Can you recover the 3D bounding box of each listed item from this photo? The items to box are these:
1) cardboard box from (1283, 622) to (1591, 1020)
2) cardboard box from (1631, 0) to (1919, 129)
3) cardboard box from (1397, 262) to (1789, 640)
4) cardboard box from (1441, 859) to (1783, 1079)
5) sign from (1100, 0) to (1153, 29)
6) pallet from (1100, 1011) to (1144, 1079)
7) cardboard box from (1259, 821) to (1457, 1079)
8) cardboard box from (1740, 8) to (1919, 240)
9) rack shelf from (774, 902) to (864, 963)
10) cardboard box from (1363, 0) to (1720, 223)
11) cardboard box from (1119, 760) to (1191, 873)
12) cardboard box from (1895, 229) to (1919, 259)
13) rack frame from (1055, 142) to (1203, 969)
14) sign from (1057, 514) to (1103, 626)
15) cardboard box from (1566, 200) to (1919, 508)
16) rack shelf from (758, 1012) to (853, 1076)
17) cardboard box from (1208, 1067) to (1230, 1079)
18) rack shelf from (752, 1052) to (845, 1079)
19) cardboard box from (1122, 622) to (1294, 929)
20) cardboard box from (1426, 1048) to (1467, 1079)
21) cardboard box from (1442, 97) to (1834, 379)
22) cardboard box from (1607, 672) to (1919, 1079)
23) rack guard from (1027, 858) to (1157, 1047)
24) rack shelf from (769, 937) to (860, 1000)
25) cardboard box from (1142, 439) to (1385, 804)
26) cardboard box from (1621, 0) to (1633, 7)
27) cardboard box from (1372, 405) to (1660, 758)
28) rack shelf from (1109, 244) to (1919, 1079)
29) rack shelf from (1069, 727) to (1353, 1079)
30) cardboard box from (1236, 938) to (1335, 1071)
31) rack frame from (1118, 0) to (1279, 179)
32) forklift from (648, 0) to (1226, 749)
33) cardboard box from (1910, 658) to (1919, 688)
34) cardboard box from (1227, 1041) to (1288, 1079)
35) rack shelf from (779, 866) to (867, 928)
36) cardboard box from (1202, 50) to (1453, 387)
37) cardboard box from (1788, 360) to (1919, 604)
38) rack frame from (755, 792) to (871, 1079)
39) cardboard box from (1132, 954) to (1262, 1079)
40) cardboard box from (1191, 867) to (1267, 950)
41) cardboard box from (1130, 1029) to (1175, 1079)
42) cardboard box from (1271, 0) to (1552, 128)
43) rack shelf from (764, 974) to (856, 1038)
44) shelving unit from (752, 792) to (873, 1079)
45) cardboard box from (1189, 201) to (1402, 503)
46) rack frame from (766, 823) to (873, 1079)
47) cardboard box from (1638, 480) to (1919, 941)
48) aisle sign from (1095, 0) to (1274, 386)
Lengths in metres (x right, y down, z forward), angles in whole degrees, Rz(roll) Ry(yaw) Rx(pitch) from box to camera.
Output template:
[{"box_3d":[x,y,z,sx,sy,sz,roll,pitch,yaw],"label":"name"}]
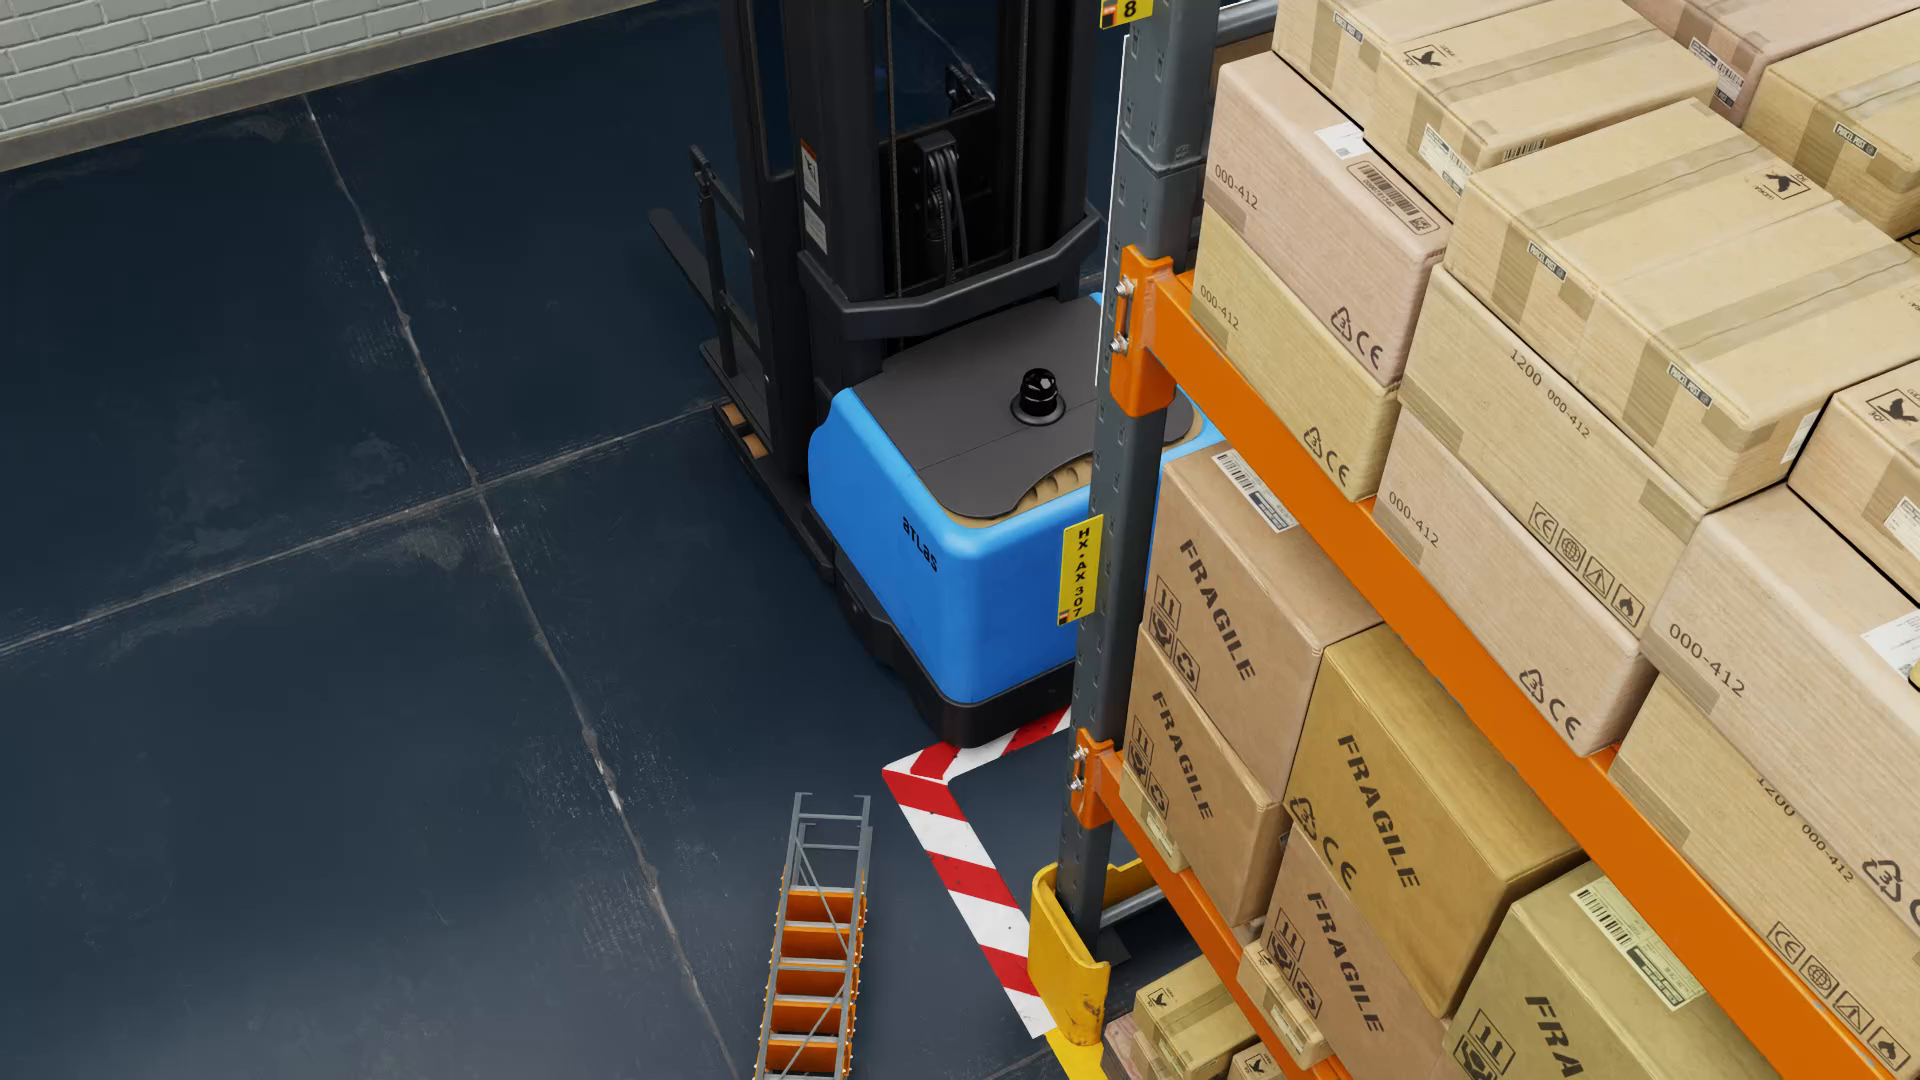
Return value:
[{"box_3d":[0.952,0.434,2.950,0.500,0.500,0.500,-20,52,-16],"label":"cardboard box"},{"box_3d":[1.204,-0.755,2.428,0.380,0.149,0.250,-20,52,-17],"label":"cardboard box"},{"box_3d":[0.956,-0.204,2.211,0.500,0.250,0.500,-22,52,-18],"label":"cardboard box"},{"box_3d":[1.170,0.789,2.638,0.500,0.500,0.500,-22,52,-18],"label":"cardboard box"},{"box_3d":[0.264,-0.922,2.490,0.100,0.325,0.005,-21,52,-18],"label":"sign"},{"box_3d":[1.121,1.691,4.631,1.003,0.211,1.213,-21,52,-18],"label":"pallet"},{"box_3d":[0.974,0.780,3.311,0.500,0.500,0.500,-21,52,-17],"label":"cardboard box"},{"box_3d":[1.304,-0.576,2.271,0.380,0.149,0.250,-23,53,-19],"label":"cardboard box"},{"box_3d":[-0.427,1.197,5.074,0.258,0.180,0.103,2,49,2],"label":"rack shelf"},{"box_3d":[0.793,-0.596,2.288,0.380,0.149,0.250,-19,52,-16],"label":"cardboard box"},{"box_3d":[0.603,0.579,3.918,0.380,0.149,0.250,-22,52,-18],"label":"cardboard box"},{"box_3d":[1.418,-0.374,2.359,0.500,0.250,0.500,-22,53,-18],"label":"cardboard box"},{"box_3d":[0.746,0.166,4.112,1.000,3.000,0.127,-21,52,-18],"label":"rack frame"},{"box_3d":[0.264,0.068,3.623,0.100,0.325,0.005,-21,52,-18],"label":"sign"},{"box_3d":[0.963,-0.226,1.965,0.380,0.149,0.250,-21,52,-17],"label":"cardboard box"},{"box_3d":[-0.447,1.468,4.838,0.258,0.180,0.103,2,49,2],"label":"rack shelf"},{"box_3d":[0.758,1.308,4.531,0.380,0.149,0.250,-19,52,-16],"label":"cardboard box"},{"box_3d":[-0.453,1.558,4.759,0.258,0.180,0.103,2,49,2],"label":"rack shelf"},{"box_3d":[0.706,0.431,3.616,0.500,0.500,0.500,-19,51,-16],"label":"cardboard box"},{"box_3d":[1.187,1.113,3.020,0.500,0.500,0.500,-21,52,-17],"label":"cardboard box"},{"box_3d":[0.852,-0.389,2.107,0.380,0.149,0.250,-21,52,-18],"label":"cardboard box"},{"box_3d":[1.209,0.311,2.092,0.500,0.250,0.500,-23,53,-19],"label":"cardboard box"},{"box_3d":[0.781,1.040,5.008,1.175,0.500,0.348,-21,52,-18],"label":"rack guard"},{"box_3d":[-0.434,1.287,4.995,0.258,0.180,0.103,2,49,2],"label":"rack shelf"},{"box_3d":[0.716,0.098,3.243,0.500,0.500,0.500,-21,52,-18],"label":"cardboard box"},{"box_3d":[1.160,-0.947,2.595,0.380,0.149,0.250,-22,52,-18],"label":"cardboard box"},{"box_3d":[0.962,-0.030,2.390,0.500,0.250,0.500,-20,52,-16],"label":"cardboard box"},{"box_3d":[1.661,0.754,2.083,1.077,0.370,4.000,-21,52,-18],"label":"rack shelf"},{"box_3d":[1.661,1.742,3.212,1.077,0.370,4.000,-21,52,-18],"label":"rack shelf"},{"box_3d":[0.832,0.933,3.608,0.380,0.149,0.250,-23,53,-19],"label":"cardboard box"},{"box_3d":[0.746,-1.809,1.854,1.000,3.000,0.127,-21,52,-18],"label":"rack frame"},{"box_3d":[-0.312,-1.377,5.507,1.130,2.935,3.031,-23,53,-19],"label":"forklift"},{"box_3d":[1.211,0.119,1.663,0.380,0.149,0.250,-20,52,-16],"label":"cardboard box"},{"box_3d":[0.917,1.381,4.269,0.380,0.149,0.250,-20,52,-17],"label":"cardboard box"},{"box_3d":[-0.420,1.107,5.153,0.258,0.180,0.103,2,49,2],"label":"rack shelf"},{"box_3d":[0.721,-0.547,2.510,0.500,0.250,0.500,-20,52,-17],"label":"cardboard box"},{"box_3d":[1.174,-0.090,1.846,0.380,0.149,0.250,-20,52,-17],"label":"cardboard box"},{"box_3d":[-0.436,1.260,4.897,0.240,0.006,1.200,2,49,2],"label":"rack frame"},{"box_3d":[0.684,1.238,4.394,0.380,0.149,0.250,-23,53,-19],"label":"cardboard box"},{"box_3d":[0.756,0.735,3.782,0.380,0.149,0.250,-19,52,-16],"label":"cardboard box"},{"box_3d":[0.701,1.427,4.624,0.380,0.149,0.250,-20,52,-17],"label":"cardboard box"},{"box_3d":[0.692,-0.773,2.443,0.380,0.149,0.250,-22,52,-18],"label":"cardboard box"},{"box_3d":[-0.440,1.377,4.917,0.258,0.180,0.103,2,49,2],"label":"rack shelf"},{"box_3d":[-0.436,1.321,4.966,0.258,0.189,1.200,2,49,2],"label":"shelving unit"},{"box_3d":[0.724,-0.384,2.699,0.500,0.250,0.500,-19,52,-16],"label":"cardboard box"},{"box_3d":[-0.436,1.381,5.035,0.240,0.006,1.200,2,49,2],"label":"rack frame"},{"box_3d":[1.176,0.138,1.911,0.500,0.250,0.500,-21,52,-17],"label":"cardboard box"},{"box_3d":[0.446,-0.635,3.086,0.394,0.787,0.004,-21,52,-18],"label":"aisle sign"}]
